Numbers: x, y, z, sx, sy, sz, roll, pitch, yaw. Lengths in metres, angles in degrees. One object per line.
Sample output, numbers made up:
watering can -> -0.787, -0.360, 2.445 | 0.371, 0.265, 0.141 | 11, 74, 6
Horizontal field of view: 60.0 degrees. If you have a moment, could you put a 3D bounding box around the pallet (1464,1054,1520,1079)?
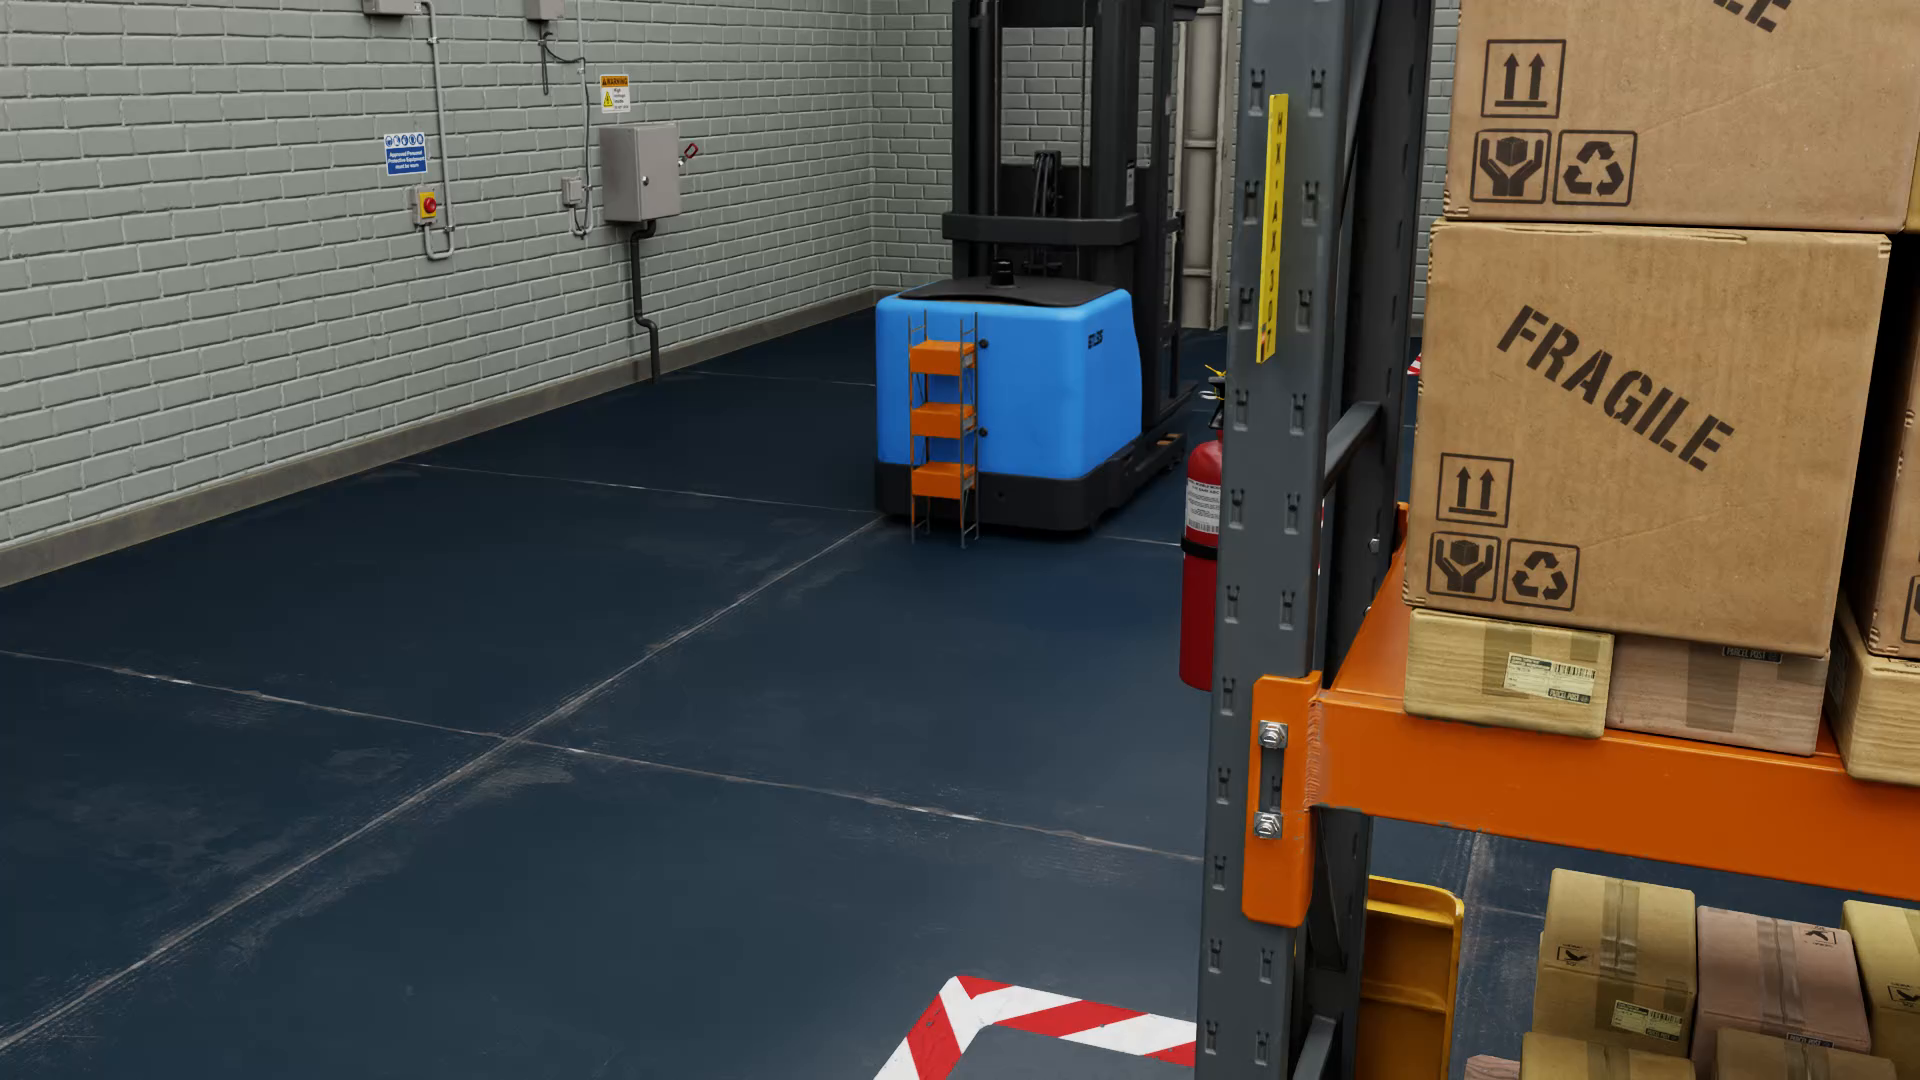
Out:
pallet -> 1.404, 1.325, 2.731 | 1.213, 0.211, 1.003 | 6, 17, 21

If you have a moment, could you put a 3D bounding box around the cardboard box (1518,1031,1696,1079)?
cardboard box -> 0.953, 0.909, 2.454 | 0.250, 0.149, 0.380 | 5, 17, 18

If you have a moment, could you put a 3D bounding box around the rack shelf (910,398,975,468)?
rack shelf -> -0.071, -0.486, 7.495 | 0.240, 0.259, 0.215 | 6, 18, 20

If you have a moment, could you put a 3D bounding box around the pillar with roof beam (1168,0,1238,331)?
pillar with roof beam -> 0.374, -4.970, 8.653 | 0.400, 9.000, 9.100 | 6, 17, 21

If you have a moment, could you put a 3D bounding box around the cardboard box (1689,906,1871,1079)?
cardboard box -> 1.389, 0.797, 2.842 | 0.250, 0.149, 0.380 | 7, 17, 22

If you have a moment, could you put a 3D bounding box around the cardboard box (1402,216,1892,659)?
cardboard box -> 0.907, -0.187, 2.226 | 0.500, 0.500, 0.500 | 7, 18, 23

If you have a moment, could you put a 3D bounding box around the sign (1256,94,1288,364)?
sign -> 0.392, -0.389, 2.081 | 0.005, 0.325, 0.100 | 6, 17, 21

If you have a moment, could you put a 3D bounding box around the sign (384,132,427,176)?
sign -> -3.016, -2.103, 9.051 | 0.001, 0.218, 0.327 | 6, 17, 21

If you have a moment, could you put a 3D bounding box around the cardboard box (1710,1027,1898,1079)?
cardboard box -> 1.254, 0.906, 2.465 | 0.250, 0.149, 0.380 | 7, 17, 22

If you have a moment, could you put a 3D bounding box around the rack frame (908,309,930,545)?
rack frame -> -0.185, -0.508, 7.534 | 0.008, 1.050, 0.200 | 6, 18, 20

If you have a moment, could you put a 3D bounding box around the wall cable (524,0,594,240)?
wall cable -> -2.432, -2.836, 10.240 | 0.122, 1.984, 0.588 | 6, 17, 21

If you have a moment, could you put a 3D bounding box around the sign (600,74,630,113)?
sign -> -2.248, -2.912, 10.844 | 0.001, 0.242, 0.339 | 6, 17, 21

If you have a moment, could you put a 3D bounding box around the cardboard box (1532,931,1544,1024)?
cardboard box -> 1.186, 0.890, 3.053 | 0.250, 0.149, 0.380 | 6, 17, 19

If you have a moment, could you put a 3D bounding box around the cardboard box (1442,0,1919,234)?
cardboard box -> 0.911, -0.670, 2.096 | 0.500, 0.500, 0.500 | 6, 17, 20

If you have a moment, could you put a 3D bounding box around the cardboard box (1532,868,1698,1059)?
cardboard box -> 1.176, 0.756, 2.982 | 0.250, 0.149, 0.380 | 6, 17, 21

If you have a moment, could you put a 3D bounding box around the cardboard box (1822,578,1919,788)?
cardboard box -> 1.254, 0.181, 2.119 | 0.250, 0.149, 0.380 | 6, 17, 19

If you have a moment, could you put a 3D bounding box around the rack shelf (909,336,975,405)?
rack shelf -> -0.073, -0.757, 7.411 | 0.240, 0.259, 0.215 | 6, 18, 20

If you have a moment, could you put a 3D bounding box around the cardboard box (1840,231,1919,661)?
cardboard box -> 1.414, -0.139, 2.060 | 0.500, 0.500, 0.500 | 6, 17, 21

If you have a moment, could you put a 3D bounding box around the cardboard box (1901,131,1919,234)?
cardboard box -> 1.383, -0.620, 1.924 | 0.500, 0.500, 0.500 | 7, 18, 22

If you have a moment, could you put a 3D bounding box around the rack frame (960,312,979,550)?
rack frame -> 0.043, -0.484, 7.449 | 0.008, 1.050, 0.200 | 6, 18, 20

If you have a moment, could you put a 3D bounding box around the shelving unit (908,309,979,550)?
shelving unit -> -0.071, -0.496, 7.491 | 0.252, 1.050, 0.215 | 6, 18, 20

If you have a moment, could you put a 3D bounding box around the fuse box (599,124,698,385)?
fuse box -> -2.035, -1.890, 11.115 | 0.414, 1.711, 0.539 | 6, 17, 21

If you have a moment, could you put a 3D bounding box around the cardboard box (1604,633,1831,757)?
cardboard box -> 1.024, 0.140, 2.262 | 0.250, 0.149, 0.380 | 7, 18, 23

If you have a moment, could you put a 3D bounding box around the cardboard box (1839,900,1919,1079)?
cardboard box -> 1.676, 0.790, 2.865 | 0.250, 0.149, 0.380 | 6, 17, 19

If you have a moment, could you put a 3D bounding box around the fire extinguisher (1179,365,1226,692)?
fire extinguisher -> 0.526, -0.043, 3.250 | 0.183, 0.674, 0.296 | 6, 17, 21

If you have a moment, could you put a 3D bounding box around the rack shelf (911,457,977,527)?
rack shelf -> -0.069, -0.220, 7.577 | 0.240, 0.259, 0.215 | 6, 18, 20

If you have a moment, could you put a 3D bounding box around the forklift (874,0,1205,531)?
forklift -> 0.606, -1.816, 8.671 | 1.130, 2.935, 3.031 | 6, 17, 21

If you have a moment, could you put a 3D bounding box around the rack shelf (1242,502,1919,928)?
rack shelf -> 2.451, 0.436, 2.082 | 4.000, 0.370, 1.077 | 6, 17, 21

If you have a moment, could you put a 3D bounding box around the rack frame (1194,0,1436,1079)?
rack frame -> 0.589, -0.113, 2.683 | 0.053, 2.616, 0.949 | 6, 17, 21

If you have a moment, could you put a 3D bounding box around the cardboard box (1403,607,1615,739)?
cardboard box -> 0.772, 0.125, 2.314 | 0.250, 0.149, 0.380 | 6, 17, 20

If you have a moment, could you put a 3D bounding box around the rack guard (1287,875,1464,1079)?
rack guard -> 0.661, 1.094, 3.008 | 0.348, 0.500, 1.175 | 6, 17, 21

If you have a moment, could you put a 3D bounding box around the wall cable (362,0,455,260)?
wall cable -> -2.941, -2.482, 8.964 | 0.123, 1.953, 0.585 | 6, 17, 21
